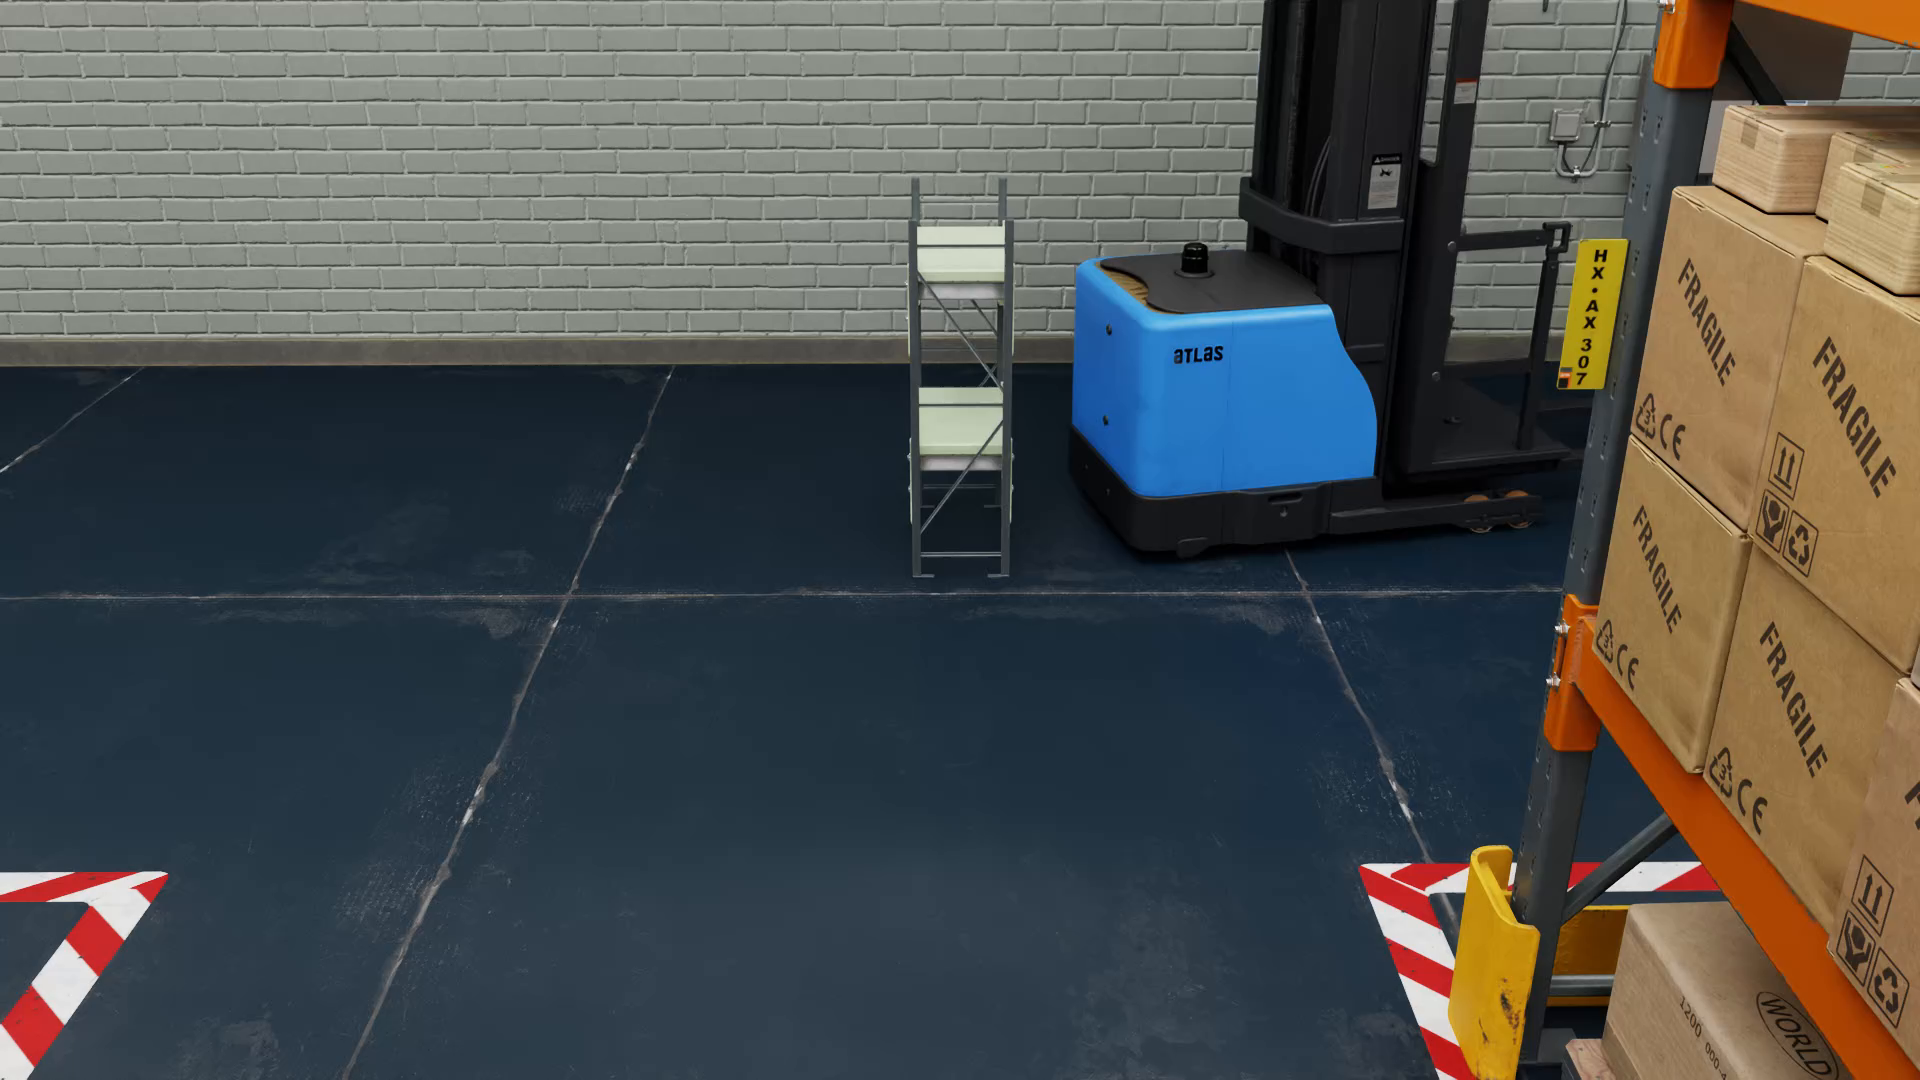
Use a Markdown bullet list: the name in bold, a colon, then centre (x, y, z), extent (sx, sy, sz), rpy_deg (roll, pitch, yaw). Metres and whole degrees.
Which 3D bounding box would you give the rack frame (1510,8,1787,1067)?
- **rack frame**: centre (1.889, -0.043, 3.706), extent (1.000, 3.000, 0.127), rpy_deg (0, 24, -1)

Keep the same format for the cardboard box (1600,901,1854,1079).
- **cardboard box**: centre (1.996, 1.204, 3.547), extent (0.875, 0.438, 0.875), rpy_deg (-1, 24, -2)

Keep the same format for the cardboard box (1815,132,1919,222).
- **cardboard box**: centre (1.690, -0.585, 2.782), extent (0.380, 0.149, 0.250), rpy_deg (0, 24, 1)

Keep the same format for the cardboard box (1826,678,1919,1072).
- **cardboard box**: centre (1.628, 0.528, 2.321), extent (0.500, 0.500, 0.500), rpy_deg (0, 24, -1)

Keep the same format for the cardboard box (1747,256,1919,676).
- **cardboard box**: centre (1.622, -0.133, 2.569), extent (0.500, 0.500, 0.500), rpy_deg (-1, 24, -2)

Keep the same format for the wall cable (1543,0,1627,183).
- **wall cable**: centre (3.222, -2.841, 8.659), extent (0.588, 1.984, 0.122), rpy_deg (0, 24, -1)

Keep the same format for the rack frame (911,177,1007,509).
- **rack frame**: centre (-0.004, -0.831, 7.268), extent (0.400, 1.500, 0.023), rpy_deg (0, 24, -1)

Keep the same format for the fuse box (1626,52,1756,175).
- **fuse box**: centre (3.906, -1.729, 8.997), extent (0.539, 1.711, 0.414), rpy_deg (0, 24, -1)

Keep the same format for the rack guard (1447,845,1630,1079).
- **rack guard**: centre (1.889, 1.086, 4.243), extent (1.175, 0.500, 0.348), rpy_deg (0, 24, -1)

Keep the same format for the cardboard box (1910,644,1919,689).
- **cardboard box**: centre (1.635, 0.079, 2.100), extent (0.500, 0.500, 0.500), rpy_deg (0, 24, -1)

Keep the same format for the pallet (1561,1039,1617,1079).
- **pallet**: centre (1.976, 1.556, 3.553), extent (1.003, 0.211, 1.213), rpy_deg (0, 24, -1)

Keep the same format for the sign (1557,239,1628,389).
- **sign**: centre (1.334, -0.474, 3.511), extent (0.100, 0.325, 0.005), rpy_deg (0, 24, -1)

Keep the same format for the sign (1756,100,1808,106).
- **sign**: centre (4.398, -2.360, 8.944), extent (0.329, 0.494, 0.001), rpy_deg (0, 24, -1)

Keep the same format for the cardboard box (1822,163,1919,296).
- **cardboard box**: centre (1.578, -0.477, 2.544), extent (0.380, 0.149, 0.250), rpy_deg (0, 24, 1)

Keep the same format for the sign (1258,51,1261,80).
- **sign**: centre (1.755, -2.515, 8.843), extent (0.327, 0.218, 0.001), rpy_deg (0, 24, -1)

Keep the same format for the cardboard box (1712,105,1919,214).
- **cardboard box**: centre (1.616, -0.693, 3.020), extent (0.380, 0.149, 0.250), rpy_deg (0, 24, 1)

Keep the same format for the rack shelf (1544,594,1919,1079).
- **rack shelf**: centre (1.911, 1.108, 2.032), extent (1.077, 0.370, 4.000), rpy_deg (0, 24, -1)

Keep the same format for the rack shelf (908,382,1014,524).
- **rack shelf**: centre (0.000, -0.384, 7.069), extent (0.431, 0.370, 0.720), rpy_deg (0, 24, -1)

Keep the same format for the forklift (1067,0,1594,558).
- **forklift**: centre (2.078, -1.571, 7.168), extent (3.031, 2.935, 1.130), rpy_deg (-6, 25, -13)

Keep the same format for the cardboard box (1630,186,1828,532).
- **cardboard box**: centre (1.609, -0.346, 3.039), extent (0.500, 0.500, 0.500), rpy_deg (-1, 24, -2)

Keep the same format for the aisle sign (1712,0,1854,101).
- **aisle sign**: centre (1.598, -1.256, 3.233), extent (0.394, 0.787, 0.004), rpy_deg (0, 24, -1)

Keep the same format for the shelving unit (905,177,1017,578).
- **shelving unit**: centre (0.000, -0.681, 6.935), extent (0.431, 1.500, 0.755), rpy_deg (0, 24, -1)

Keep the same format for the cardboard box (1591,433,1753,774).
- **cardboard box**: centre (1.607, 0.110, 3.245), extent (0.500, 0.500, 0.500), rpy_deg (0, 24, -1)

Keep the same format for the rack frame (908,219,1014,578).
- **rack frame**: centre (0.004, -0.530, 6.601), extent (0.400, 1.500, 0.023), rpy_deg (0, 24, -1)

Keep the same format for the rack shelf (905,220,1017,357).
- **rack shelf**: centre (0.000, -1.036, 6.774), extent (0.431, 0.370, 0.720), rpy_deg (0, 24, -1)

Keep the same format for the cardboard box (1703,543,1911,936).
- **cardboard box**: centre (1.641, 0.318, 2.785), extent (0.500, 0.500, 0.500), rpy_deg (-1, 24, -1)

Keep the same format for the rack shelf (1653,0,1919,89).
- **rack shelf**: centre (1.911, -0.258, 1.414), extent (1.077, 0.370, 4.000), rpy_deg (0, 24, -1)
